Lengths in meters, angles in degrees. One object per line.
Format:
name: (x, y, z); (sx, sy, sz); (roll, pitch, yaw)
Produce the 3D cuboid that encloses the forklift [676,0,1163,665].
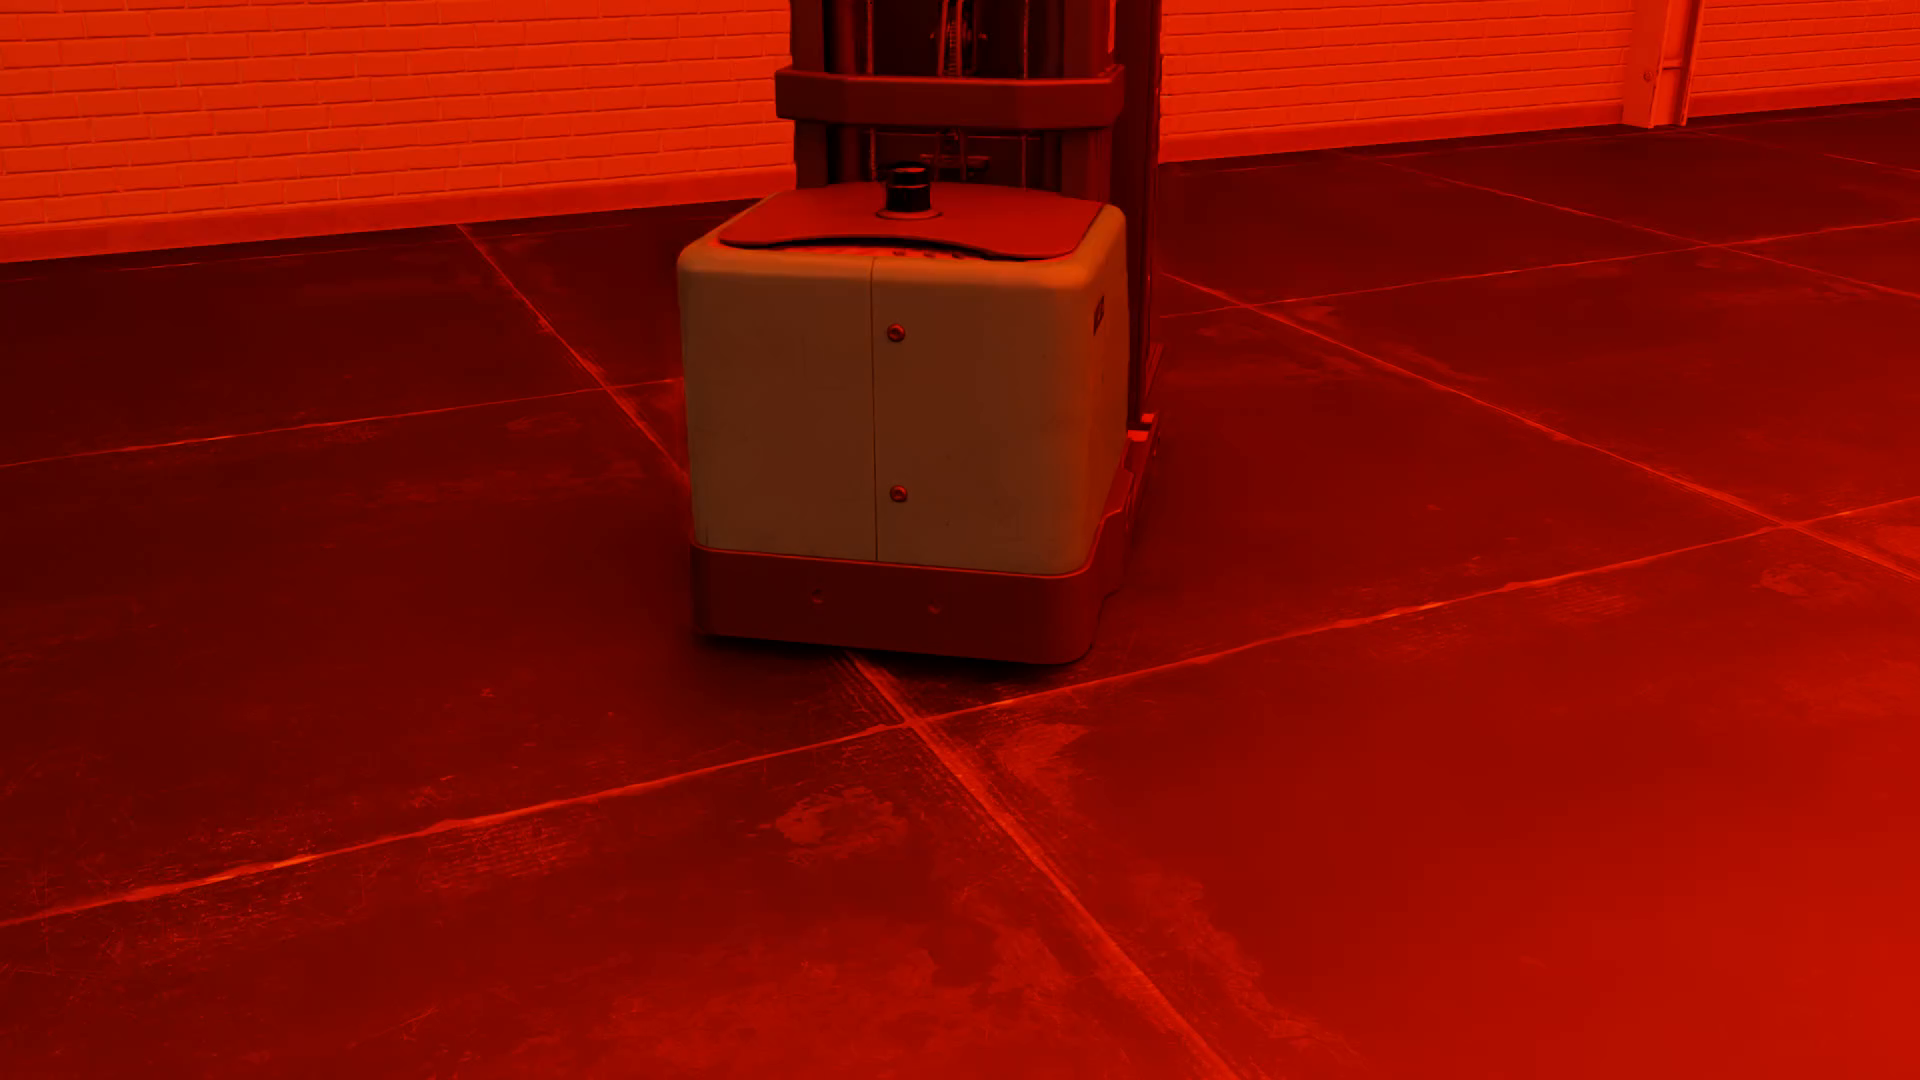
forklift: (0.088, -1.576, 5.079); (1.130, 2.935, 3.031); (4, 23, 10)
